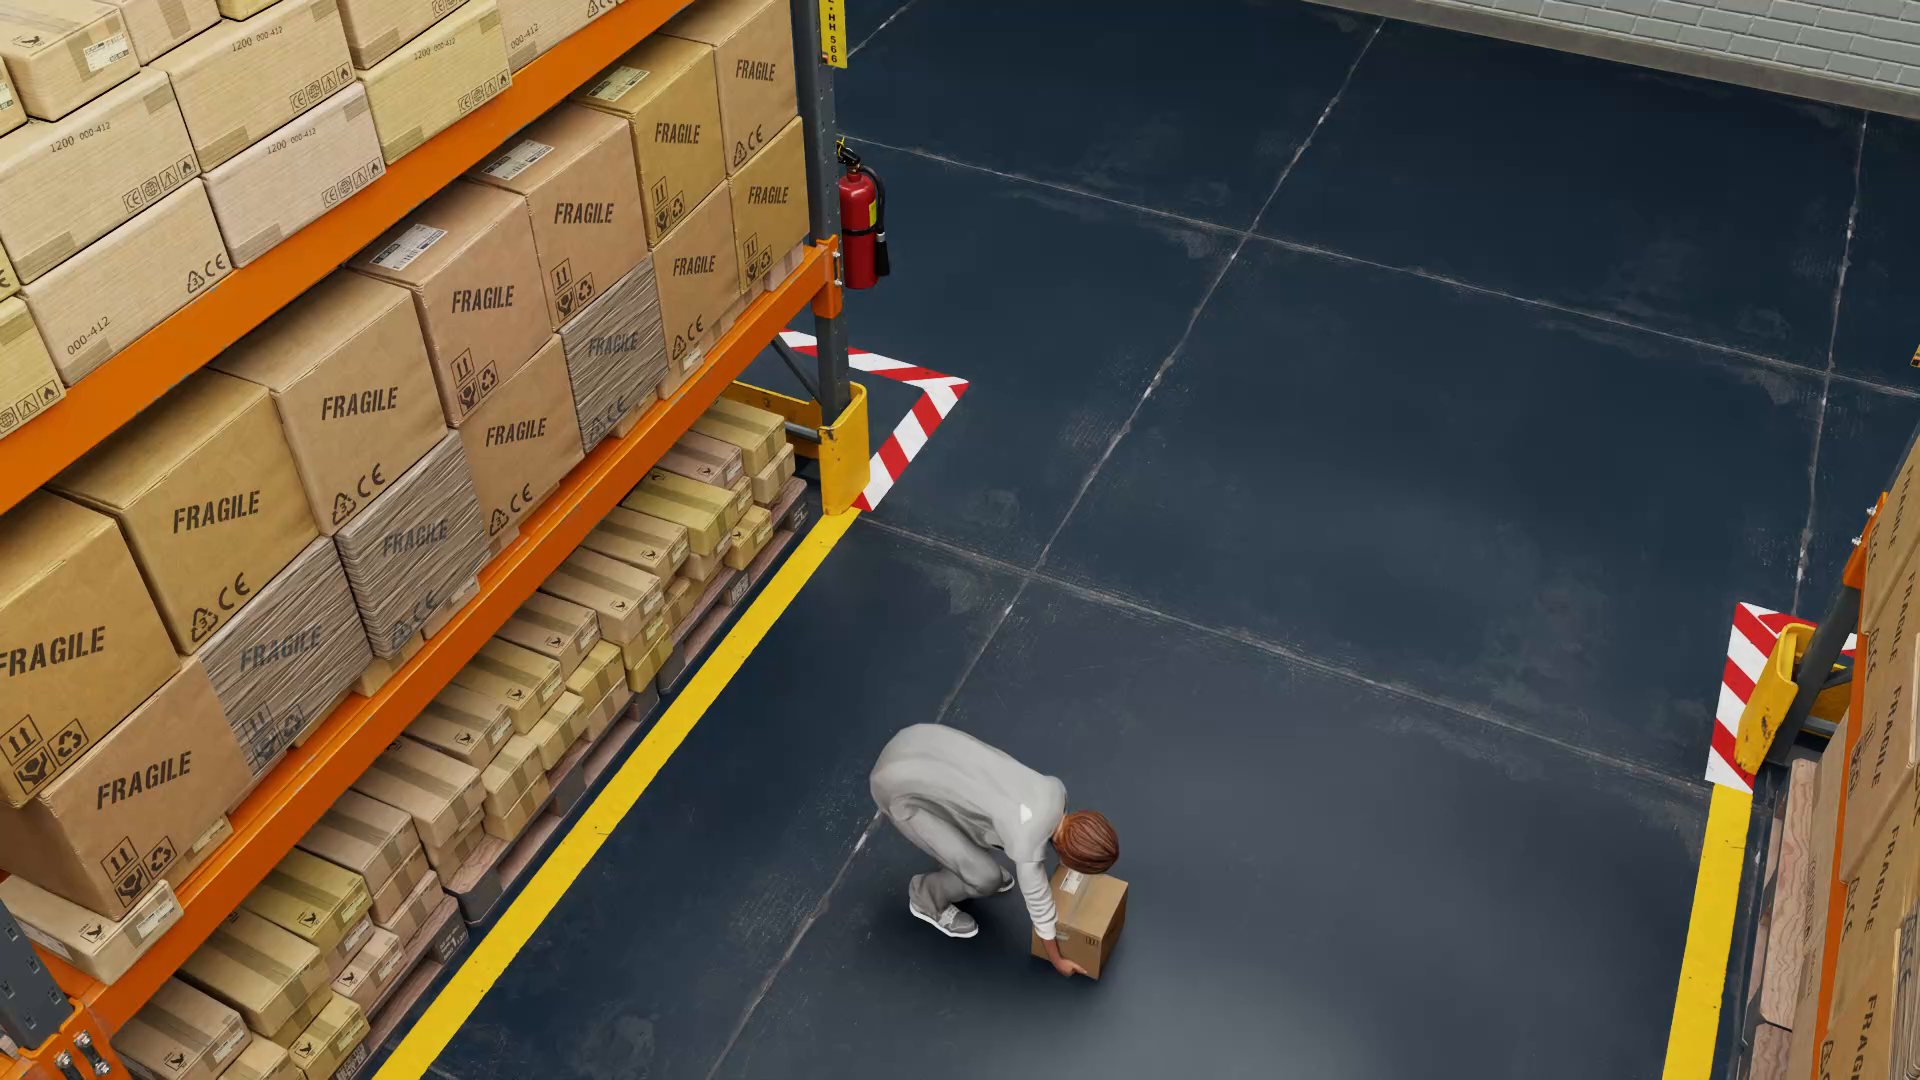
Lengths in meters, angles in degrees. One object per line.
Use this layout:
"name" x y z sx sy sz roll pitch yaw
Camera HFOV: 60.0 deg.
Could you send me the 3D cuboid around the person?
"person" 0.119 1.023 5.646 0.861 0.816 0.424 16 45 16
